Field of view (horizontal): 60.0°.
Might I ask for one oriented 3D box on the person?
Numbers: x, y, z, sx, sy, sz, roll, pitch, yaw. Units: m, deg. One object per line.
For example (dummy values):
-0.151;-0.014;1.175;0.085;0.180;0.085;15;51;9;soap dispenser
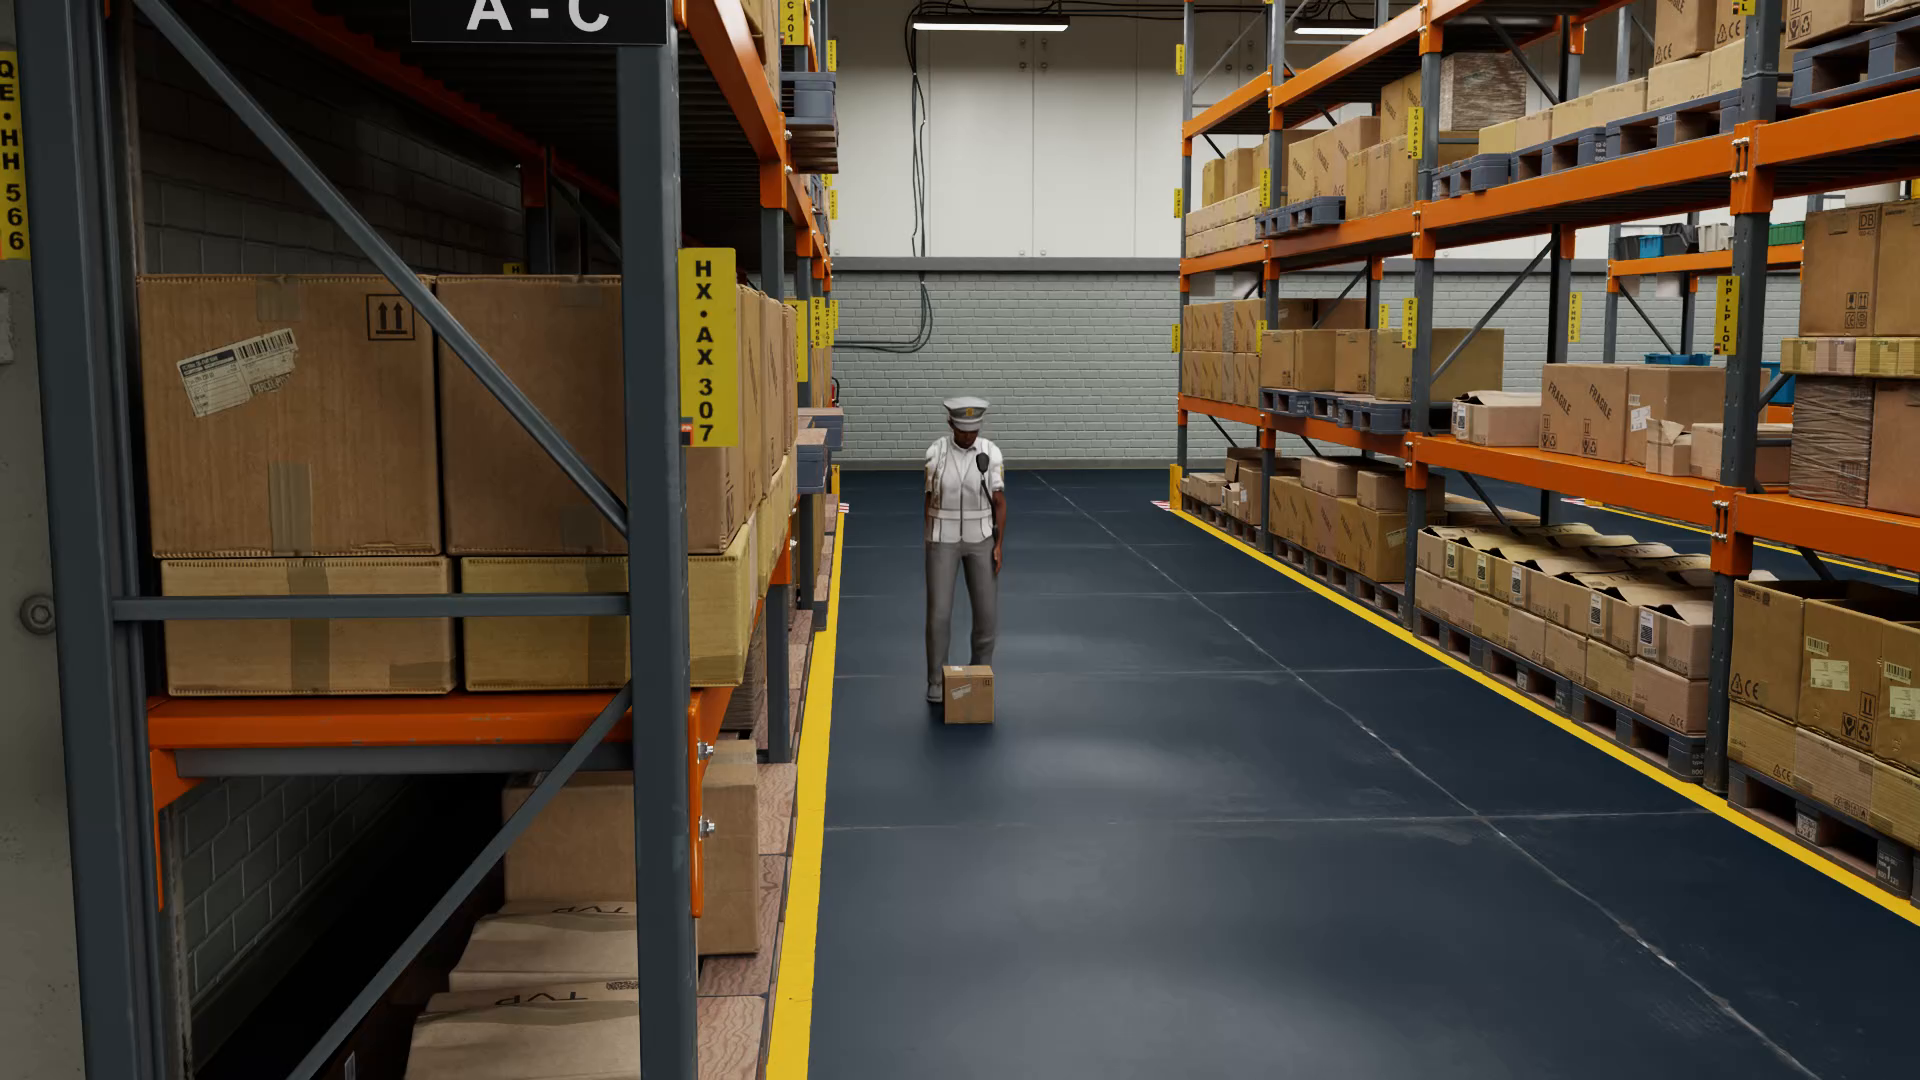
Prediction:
0.028;0.052;8.949;0.446;1.644;0.379;0;7;-2;person
